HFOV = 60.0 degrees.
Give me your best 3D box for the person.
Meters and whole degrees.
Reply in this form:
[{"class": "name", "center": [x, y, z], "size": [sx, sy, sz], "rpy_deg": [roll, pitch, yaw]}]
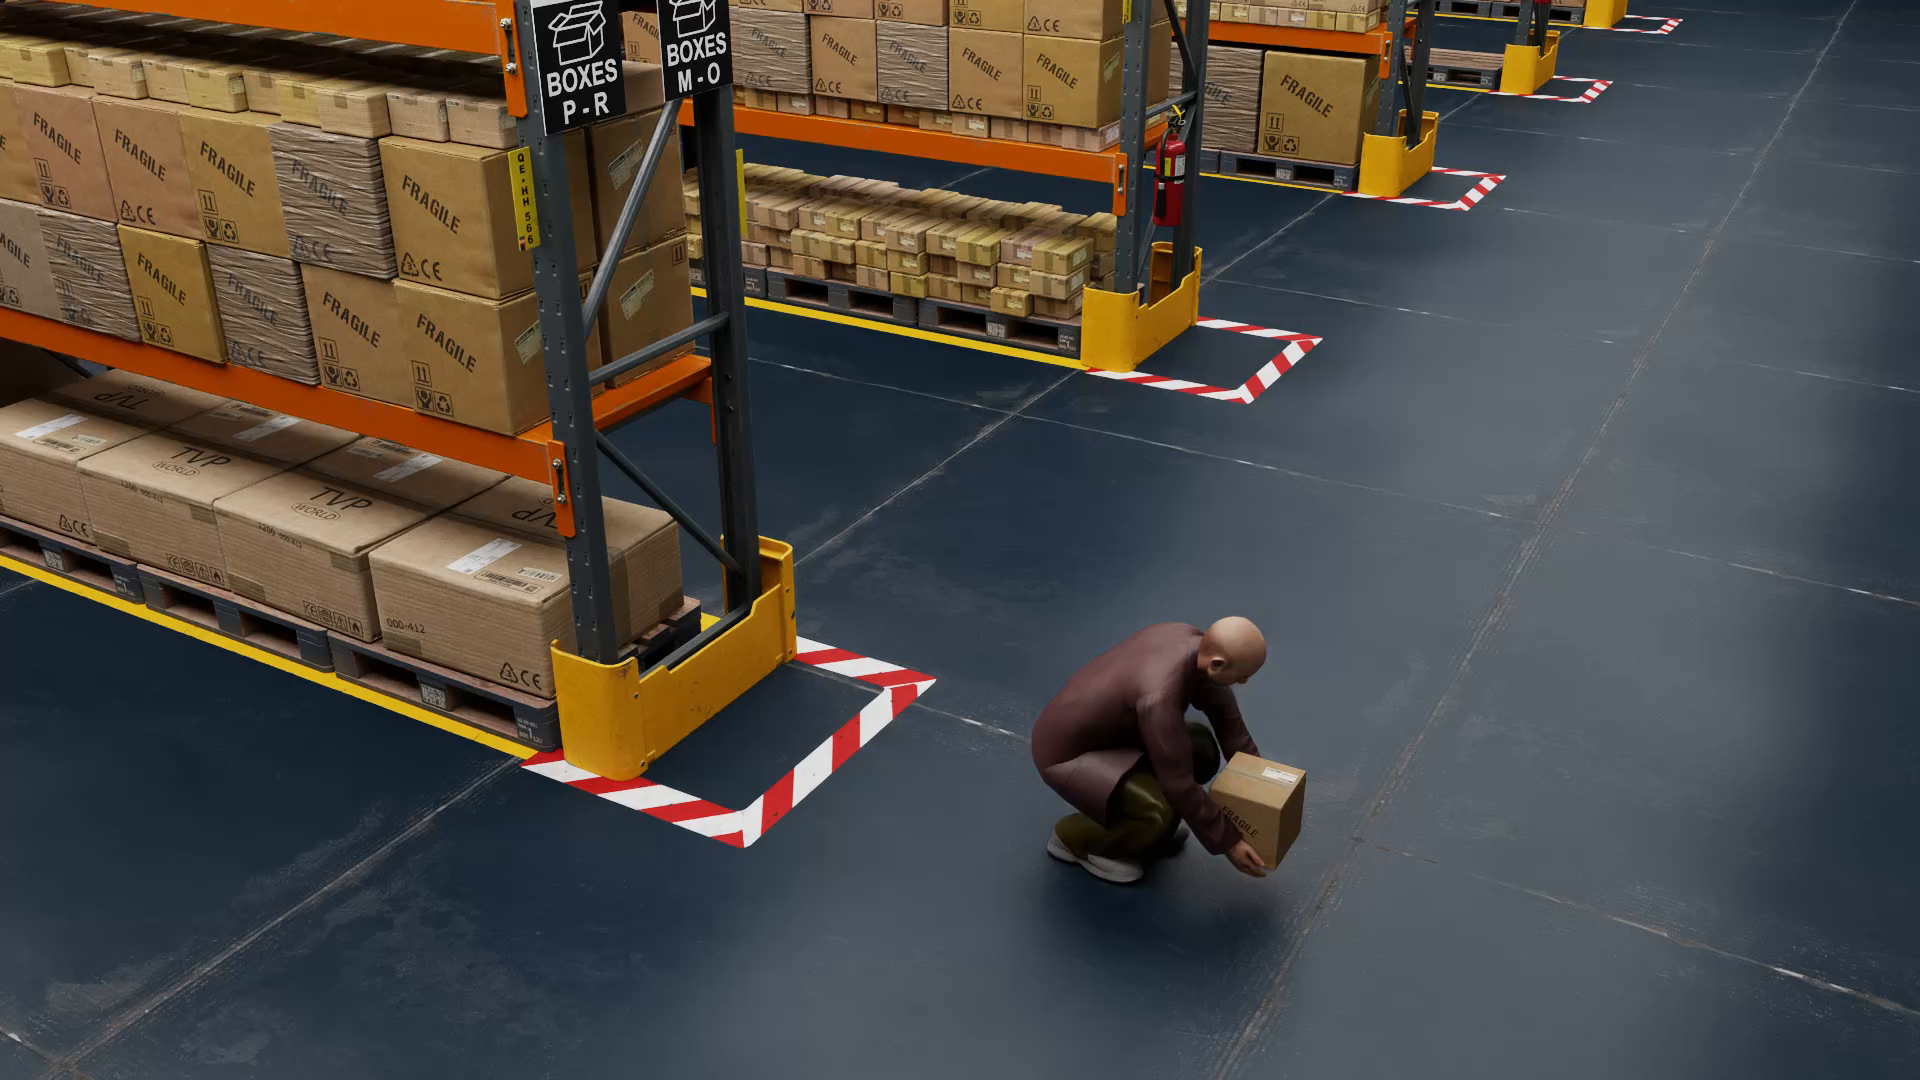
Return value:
[{"class": "person", "center": [0.679, 0.675, 5.649], "size": [0.904, 0.997, 0.601], "rpy_deg": [14, 29, 26]}]
